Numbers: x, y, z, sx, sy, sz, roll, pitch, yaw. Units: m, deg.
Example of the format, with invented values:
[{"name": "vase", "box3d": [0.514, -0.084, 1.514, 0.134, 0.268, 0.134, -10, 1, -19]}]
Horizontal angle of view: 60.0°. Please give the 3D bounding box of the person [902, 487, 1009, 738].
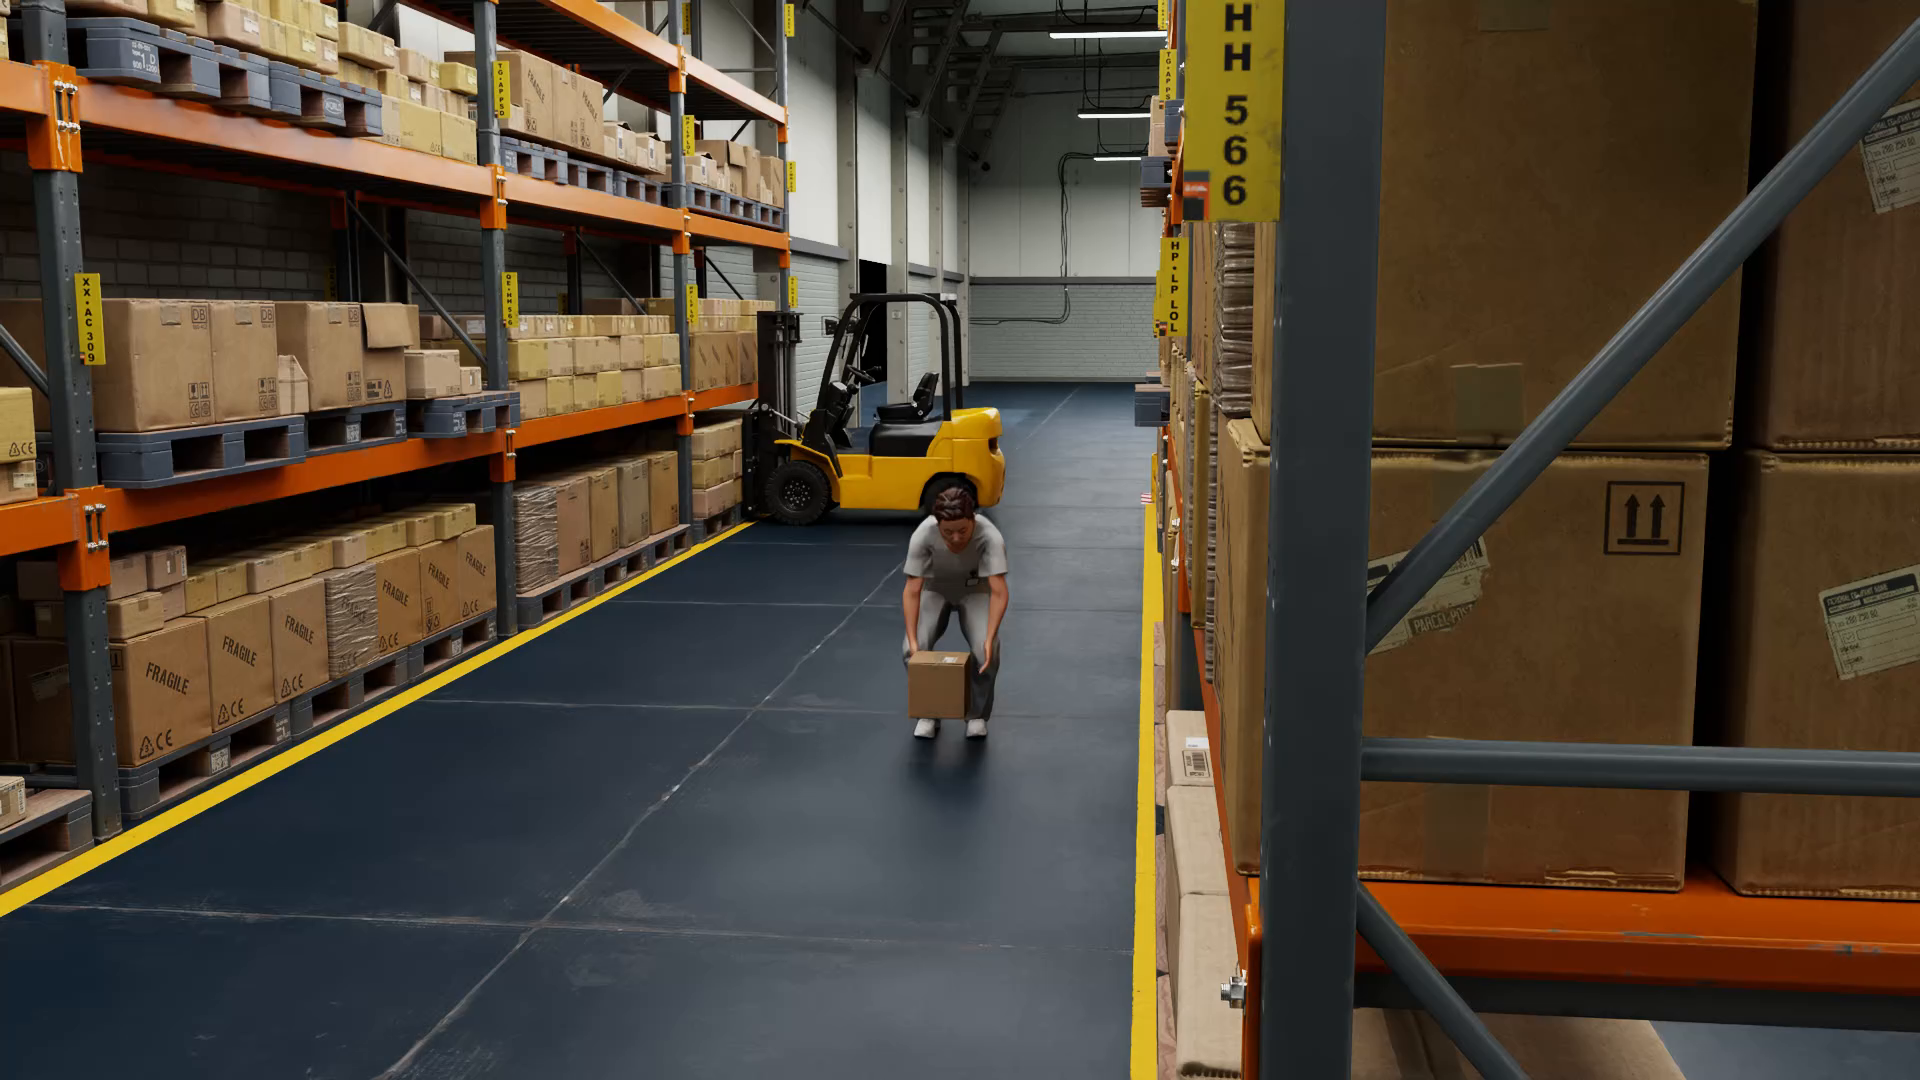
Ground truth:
[{"name": "person", "box3d": [-0.009, 0.325, 7.708, 0.491, 1.194, 0.724, 1, 8, 6]}]
